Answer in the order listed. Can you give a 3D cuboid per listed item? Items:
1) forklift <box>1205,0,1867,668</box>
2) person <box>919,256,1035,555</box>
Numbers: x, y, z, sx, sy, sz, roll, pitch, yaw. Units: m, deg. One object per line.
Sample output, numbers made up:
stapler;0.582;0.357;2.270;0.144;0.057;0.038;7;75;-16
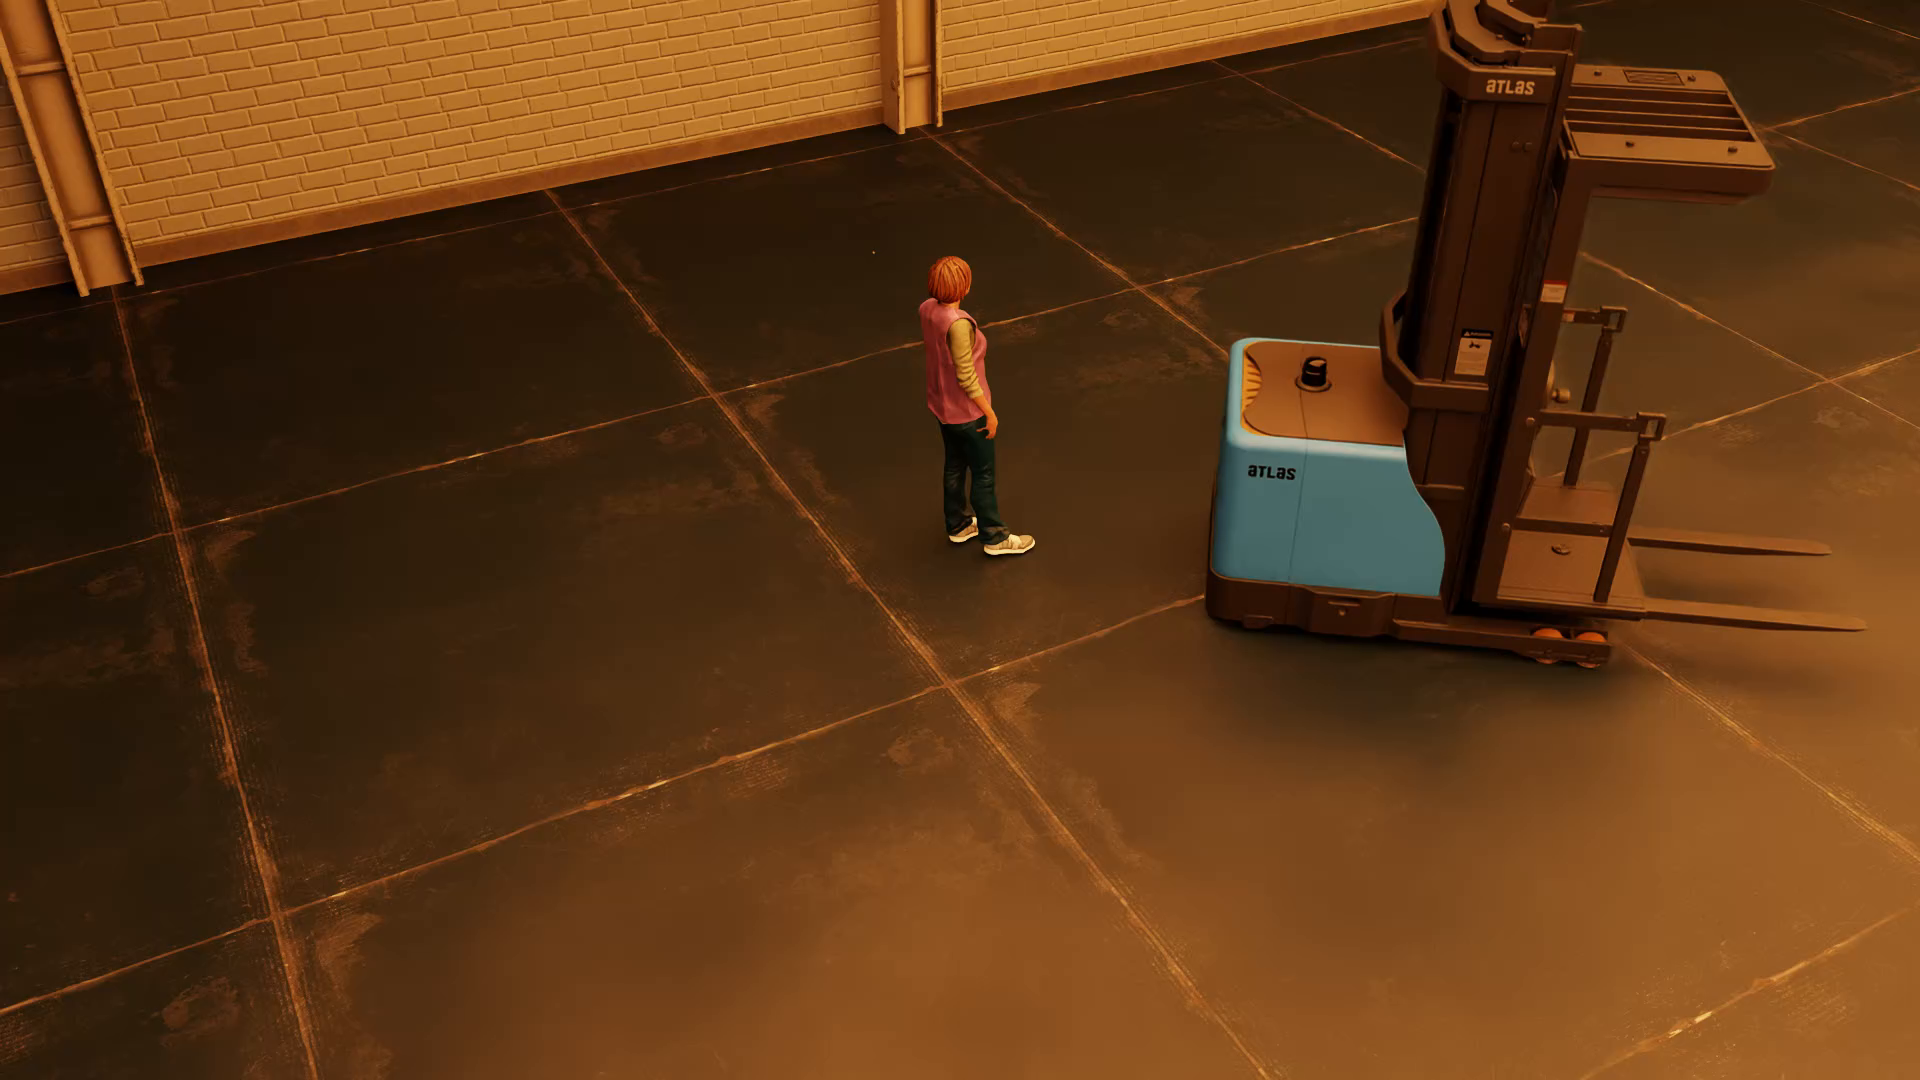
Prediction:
forklift;2.755;-0.928;7.436;3.031;2.935;1.130;5;36;7
person;0.072;-0.665;8.220;0.473;1.584;0.521;-17;39;-23
